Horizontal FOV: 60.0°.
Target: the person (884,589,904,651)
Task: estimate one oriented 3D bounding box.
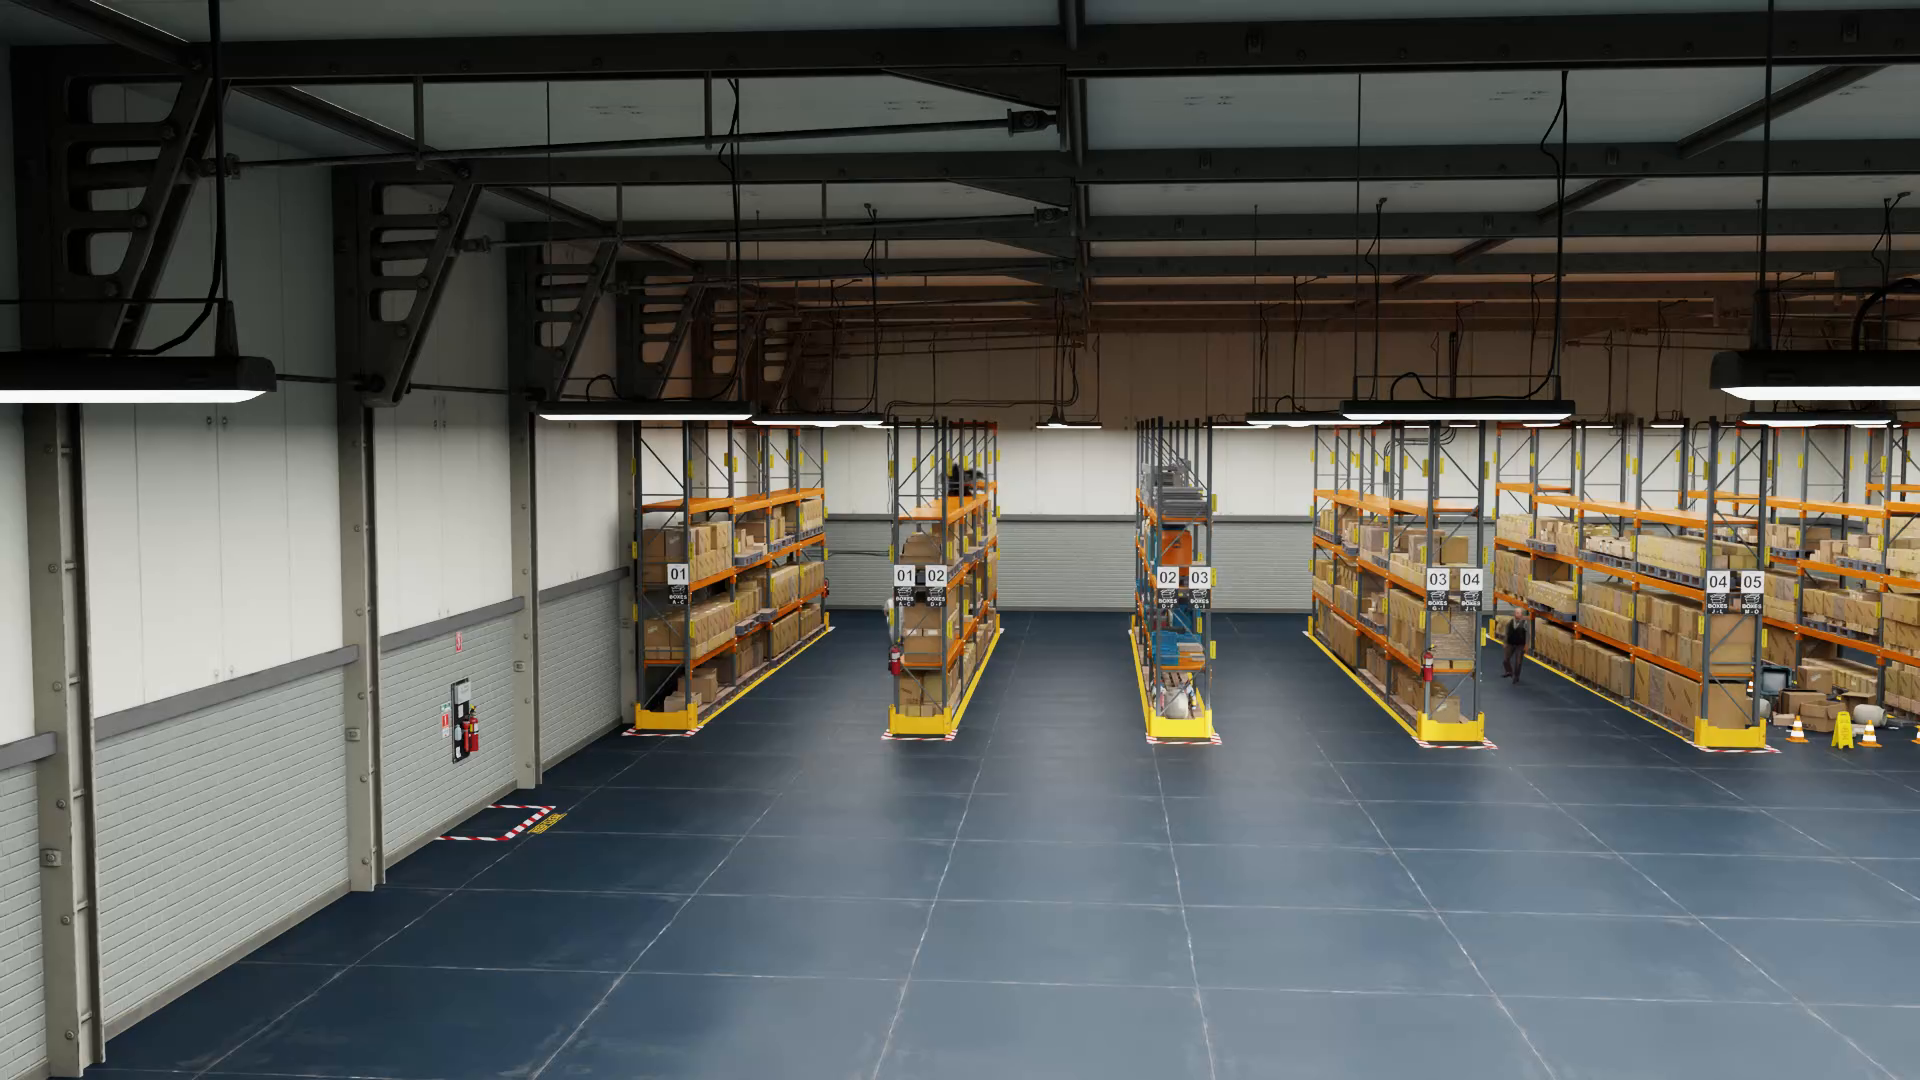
[{"bbox_3d":[-1.618,2.093,42.422,0.679,1.724,0.646,0,4,5],"label":"person"}]

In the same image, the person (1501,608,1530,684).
[{"bbox_3d":[12.628,2.410,37.797,0.652,1.746,0.475,2,4,34],"label":"person"}]

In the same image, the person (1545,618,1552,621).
[{"bbox_3d":[16.681,1.866,46.751,0.649,1.640,0.592,-4,5,-44],"label":"person"}]
